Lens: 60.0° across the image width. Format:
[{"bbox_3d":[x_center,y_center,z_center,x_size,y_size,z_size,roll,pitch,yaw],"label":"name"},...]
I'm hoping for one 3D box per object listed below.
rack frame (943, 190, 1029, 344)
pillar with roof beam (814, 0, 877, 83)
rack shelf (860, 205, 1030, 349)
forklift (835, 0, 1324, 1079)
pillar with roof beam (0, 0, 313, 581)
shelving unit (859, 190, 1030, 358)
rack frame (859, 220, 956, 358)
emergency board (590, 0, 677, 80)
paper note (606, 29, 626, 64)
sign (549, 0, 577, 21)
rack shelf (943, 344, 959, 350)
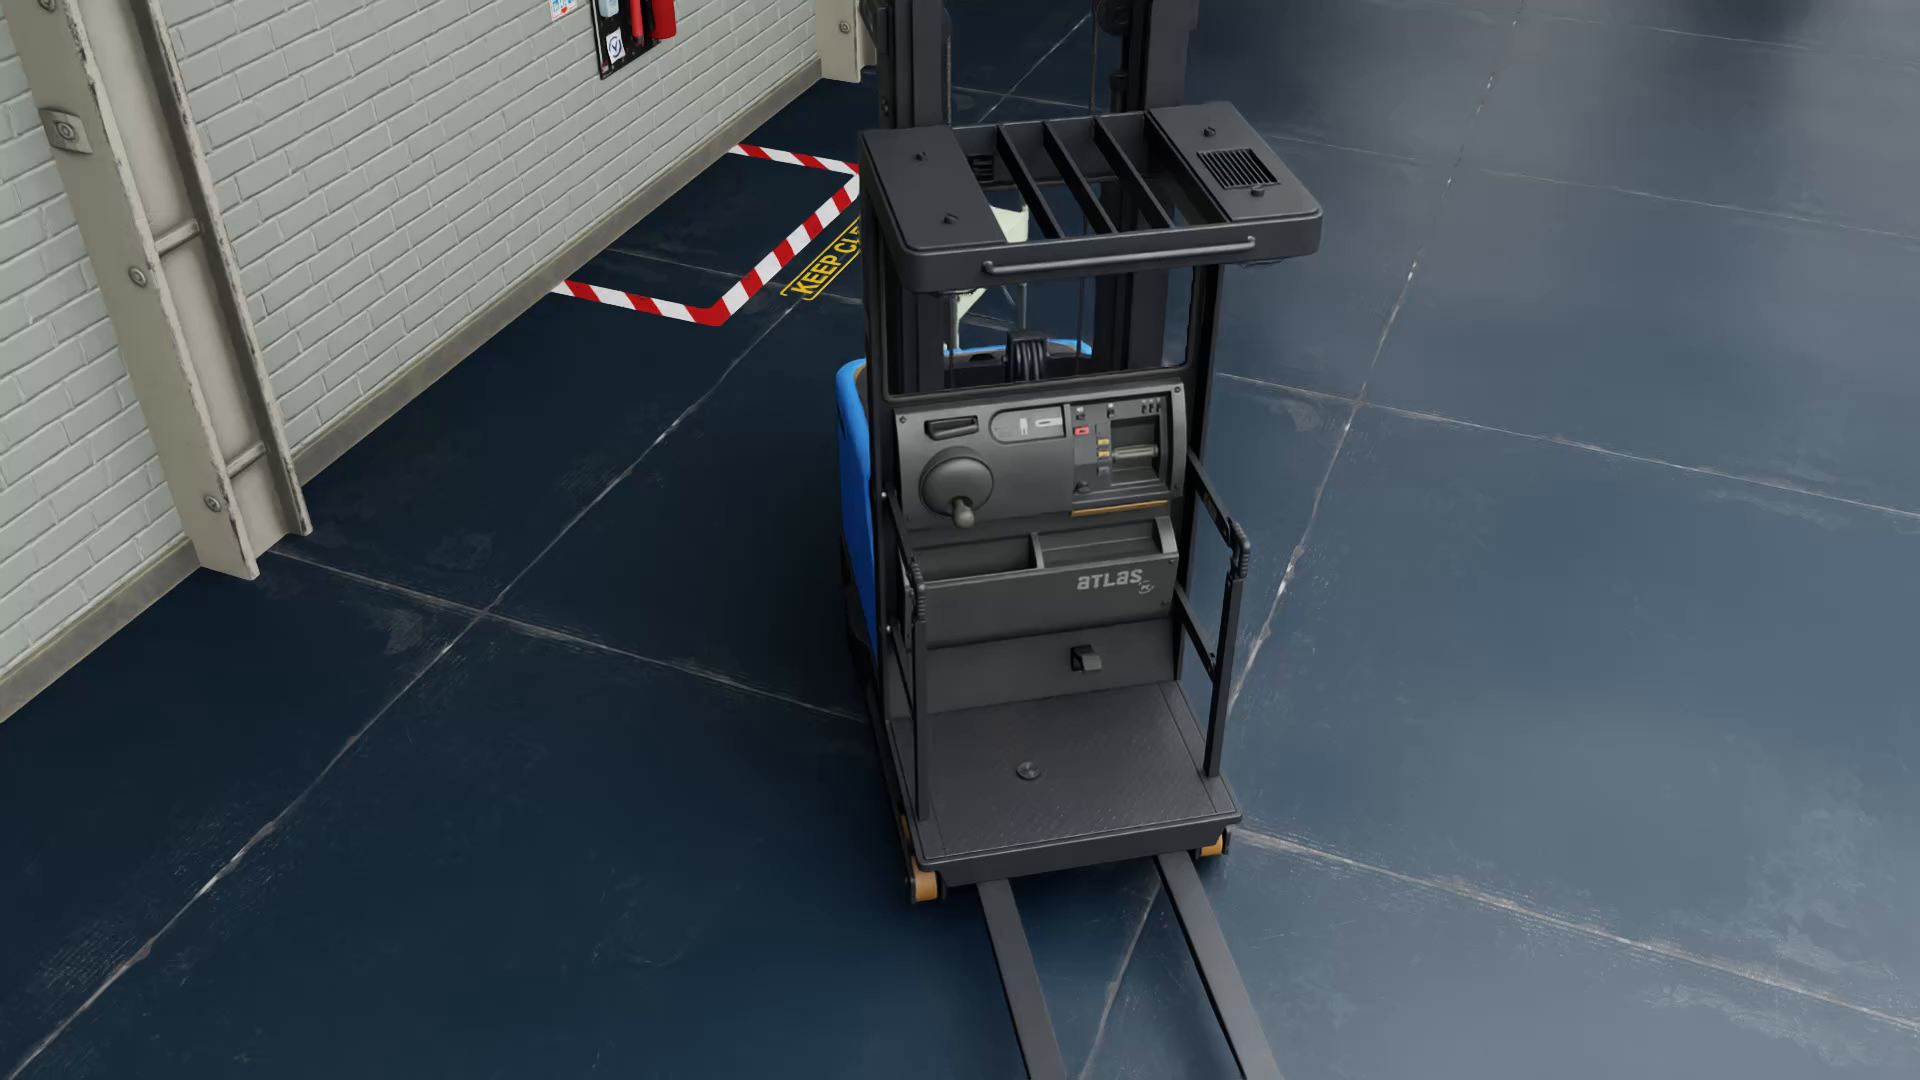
[{"bbox_3d":[0.098,-0.980,7.309,0.400,1.500,0.023,15,39,19],"label":"rack frame"},{"bbox_3d":[3.207,-5.918,7.651,9.100,9.000,0.400,14,39,18],"label":"pillar with roof beam"},{"bbox_3d":[-0.051,-1.093,6.808,0.431,0.370,0.720,15,39,19],"label":"rack shelf"},{"bbox_3d":[0.306,-0.200,5.069,1.130,2.935,3.031,-7,37,-9],"label":"forklift"},{"bbox_3d":[0.924,-2.596,3.207,9.100,9.000,0.400,14,39,18],"label":"pillar with roof beam"},{"bbox_3d":[-0.051,-0.781,7.042,0.431,1.500,0.755,15,39,19],"label":"shelving unit"},{"bbox_3d":[-0.201,-0.581,6.774,0.400,1.500,0.023,15,39,19],"label":"rack frame"},{"bbox_3d":[-1.750,-3.136,8.940,0.194,1.169,0.643,14,39,18],"label":"emergency board"},{"bbox_3d":[-1.881,-2.701,9.094,0.016,0.148,0.142,14,39,18],"label":"paper note"},{"bbox_3d":[-2.056,-2.868,8.552,0.001,0.329,0.234,14,39,18],"label":"sign"},{"bbox_3d":[-0.051,-0.519,7.237,0.431,0.370,0.720,15,39,19],"label":"rack shelf"}]
